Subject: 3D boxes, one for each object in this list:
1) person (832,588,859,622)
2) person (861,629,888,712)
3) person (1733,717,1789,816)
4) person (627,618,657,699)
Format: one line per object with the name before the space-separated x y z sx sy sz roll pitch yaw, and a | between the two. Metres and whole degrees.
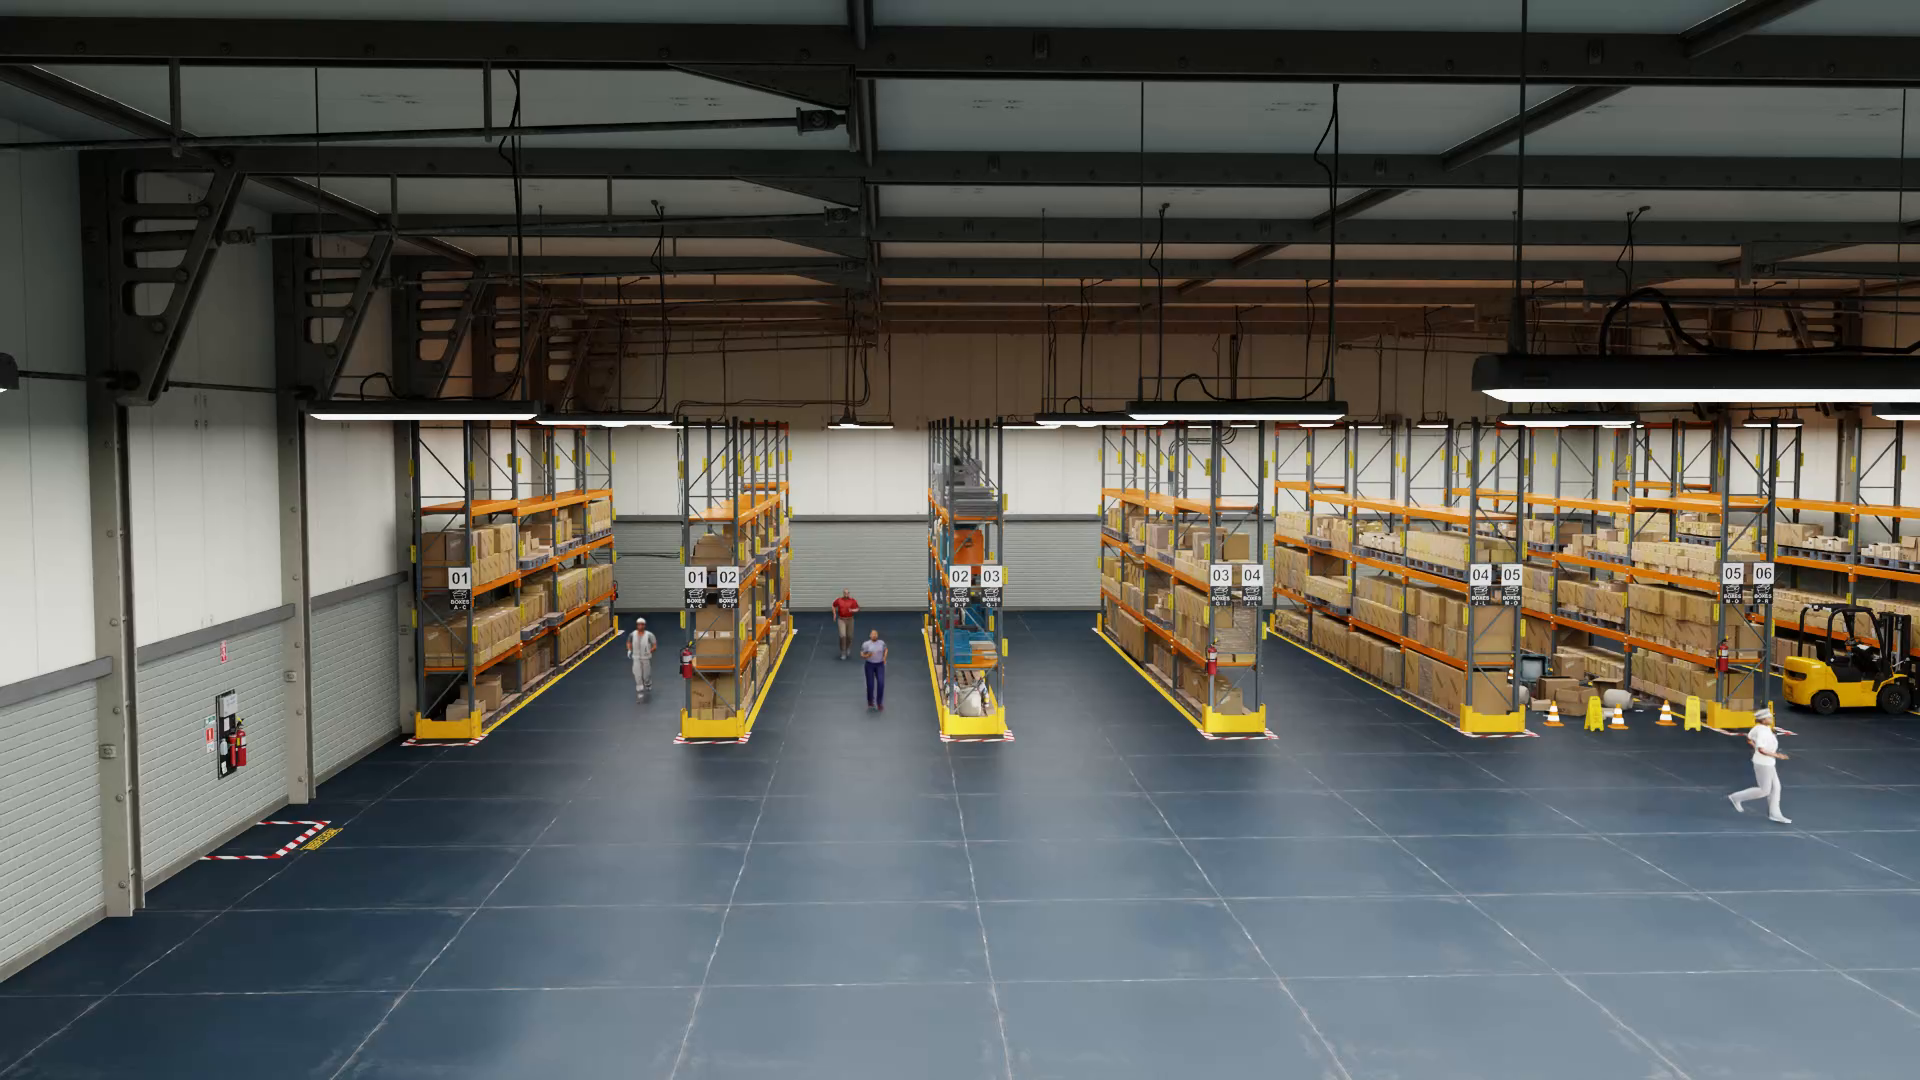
person | -2.870 1.653 42.006 0.641 0.852 0.676 -1 4 -13
person | -1.757 2.673 34.200 0.585 1.700 0.708 -1 4 -8
person | 11.745 3.272 24.389 0.720 1.566 0.579 2 4 23
person | -6.743 2.499 35.247 0.627 1.704 0.698 0 4 -1
